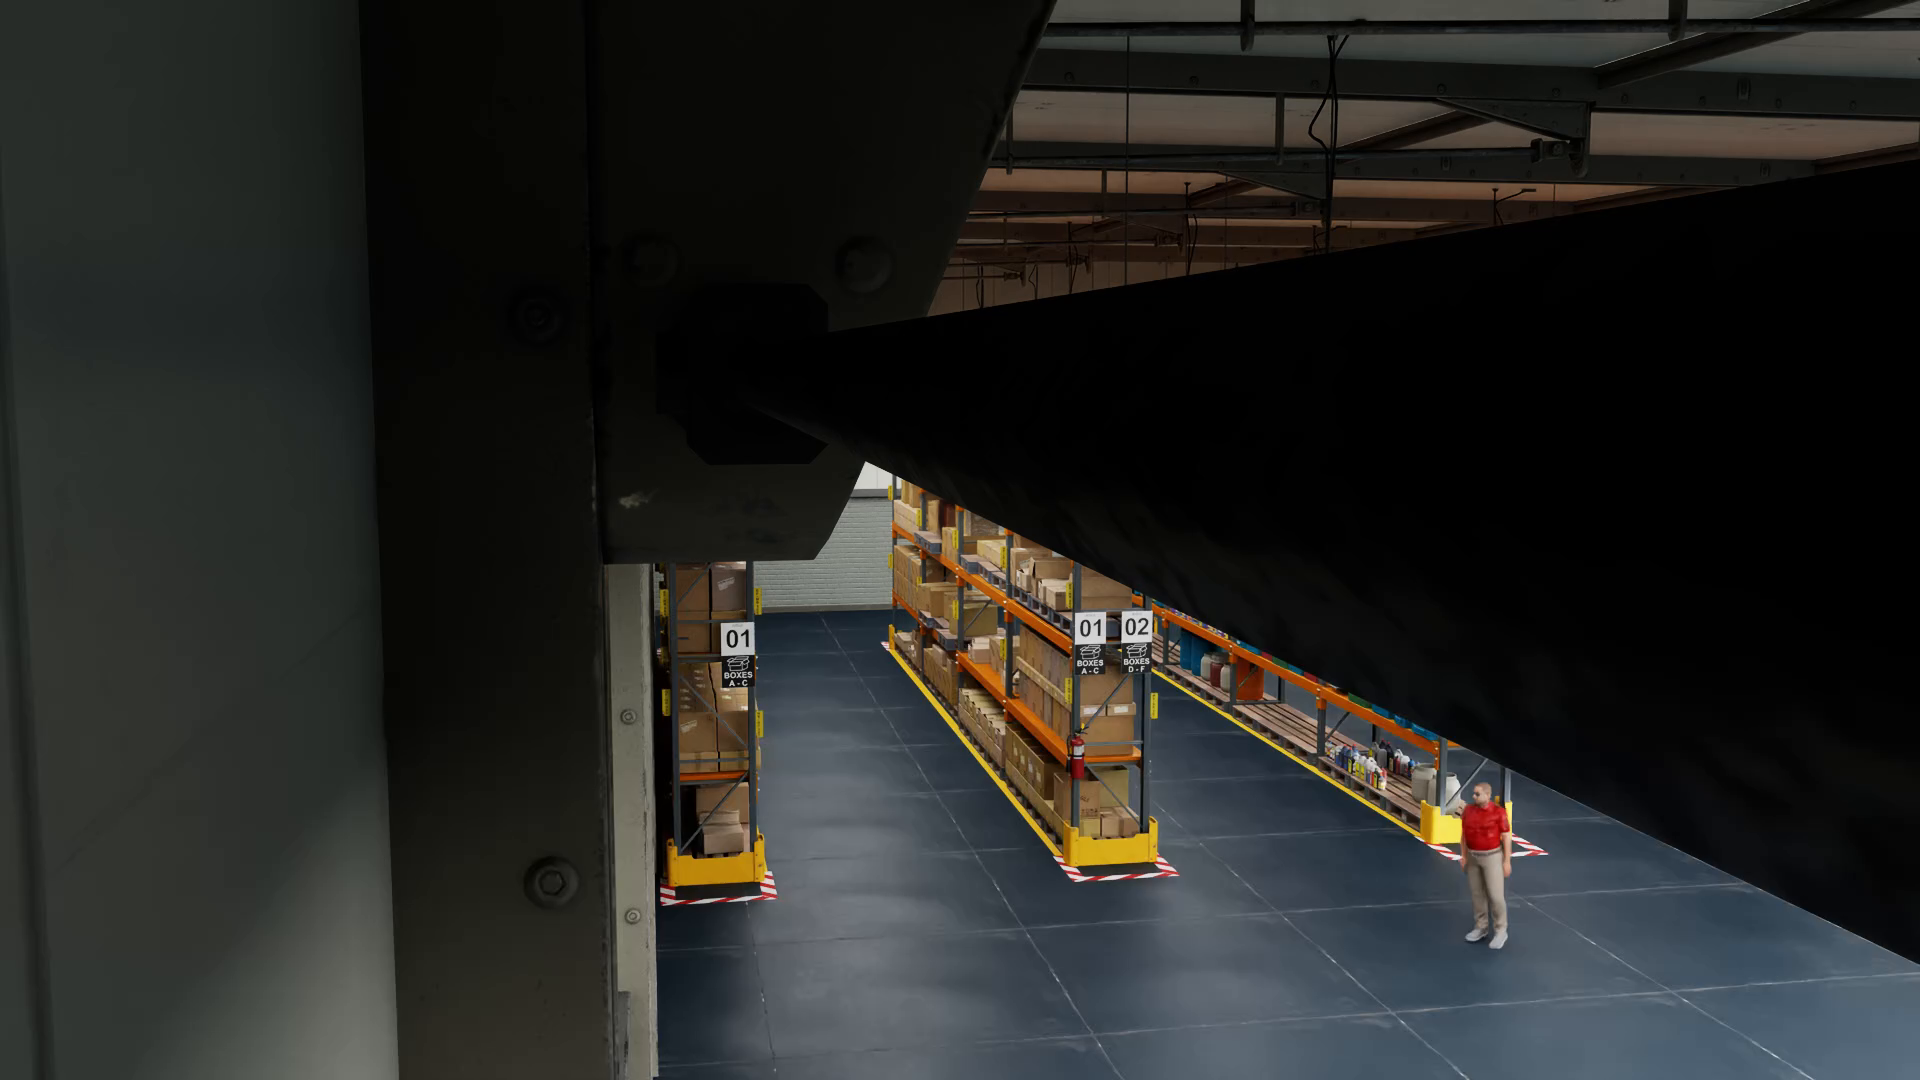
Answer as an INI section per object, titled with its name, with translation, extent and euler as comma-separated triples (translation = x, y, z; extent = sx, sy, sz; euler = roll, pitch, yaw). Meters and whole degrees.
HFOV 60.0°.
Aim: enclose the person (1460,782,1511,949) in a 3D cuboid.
[person]
translation = 5.714, 3.530, 18.160
extent = 0.385, 1.777, 0.603
euler = -6, 8, -42
